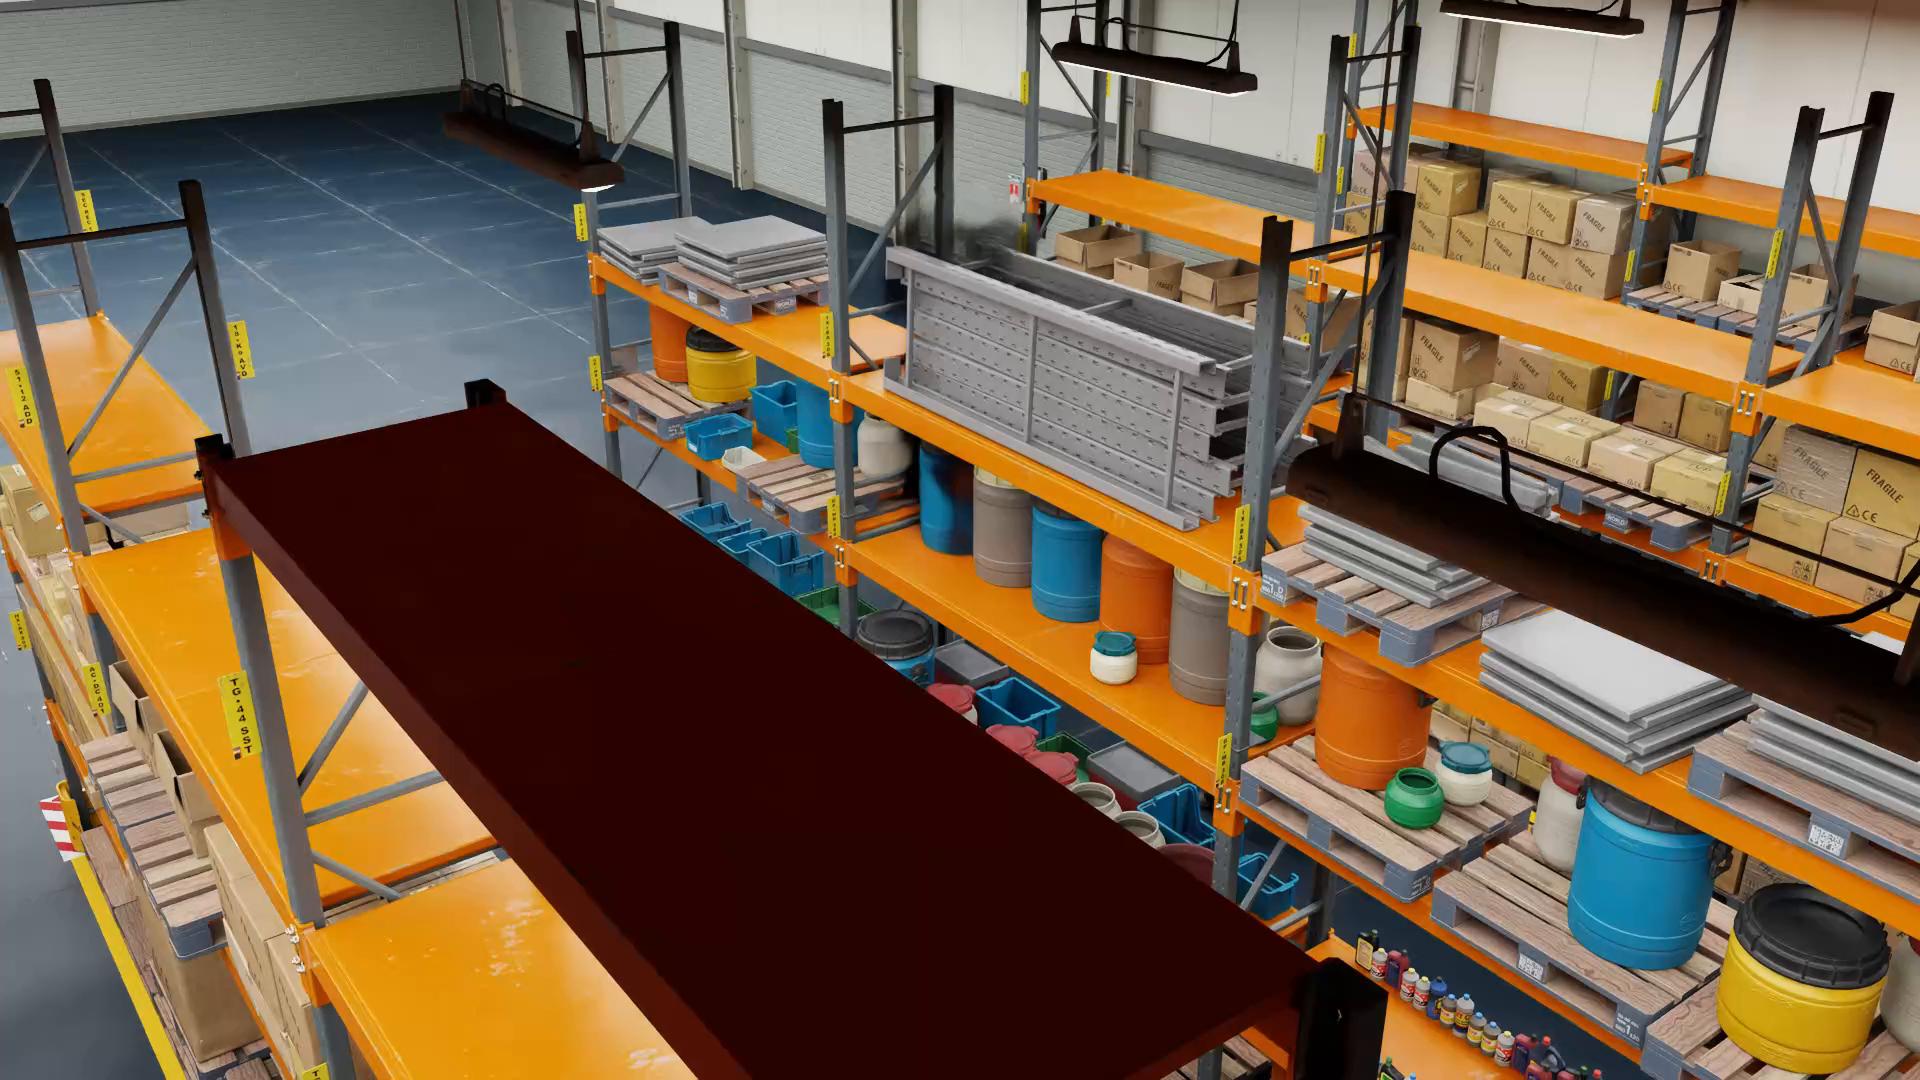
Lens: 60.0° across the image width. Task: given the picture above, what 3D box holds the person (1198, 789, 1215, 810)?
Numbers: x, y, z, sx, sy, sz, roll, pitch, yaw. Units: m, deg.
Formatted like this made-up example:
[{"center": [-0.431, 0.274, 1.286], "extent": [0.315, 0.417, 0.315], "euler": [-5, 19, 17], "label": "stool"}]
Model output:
[{"center": [2.017, 1.417, 13.831], "extent": [0.717, 1.747, 0.645], "euler": [-22, 33, -39], "label": "person"}]
